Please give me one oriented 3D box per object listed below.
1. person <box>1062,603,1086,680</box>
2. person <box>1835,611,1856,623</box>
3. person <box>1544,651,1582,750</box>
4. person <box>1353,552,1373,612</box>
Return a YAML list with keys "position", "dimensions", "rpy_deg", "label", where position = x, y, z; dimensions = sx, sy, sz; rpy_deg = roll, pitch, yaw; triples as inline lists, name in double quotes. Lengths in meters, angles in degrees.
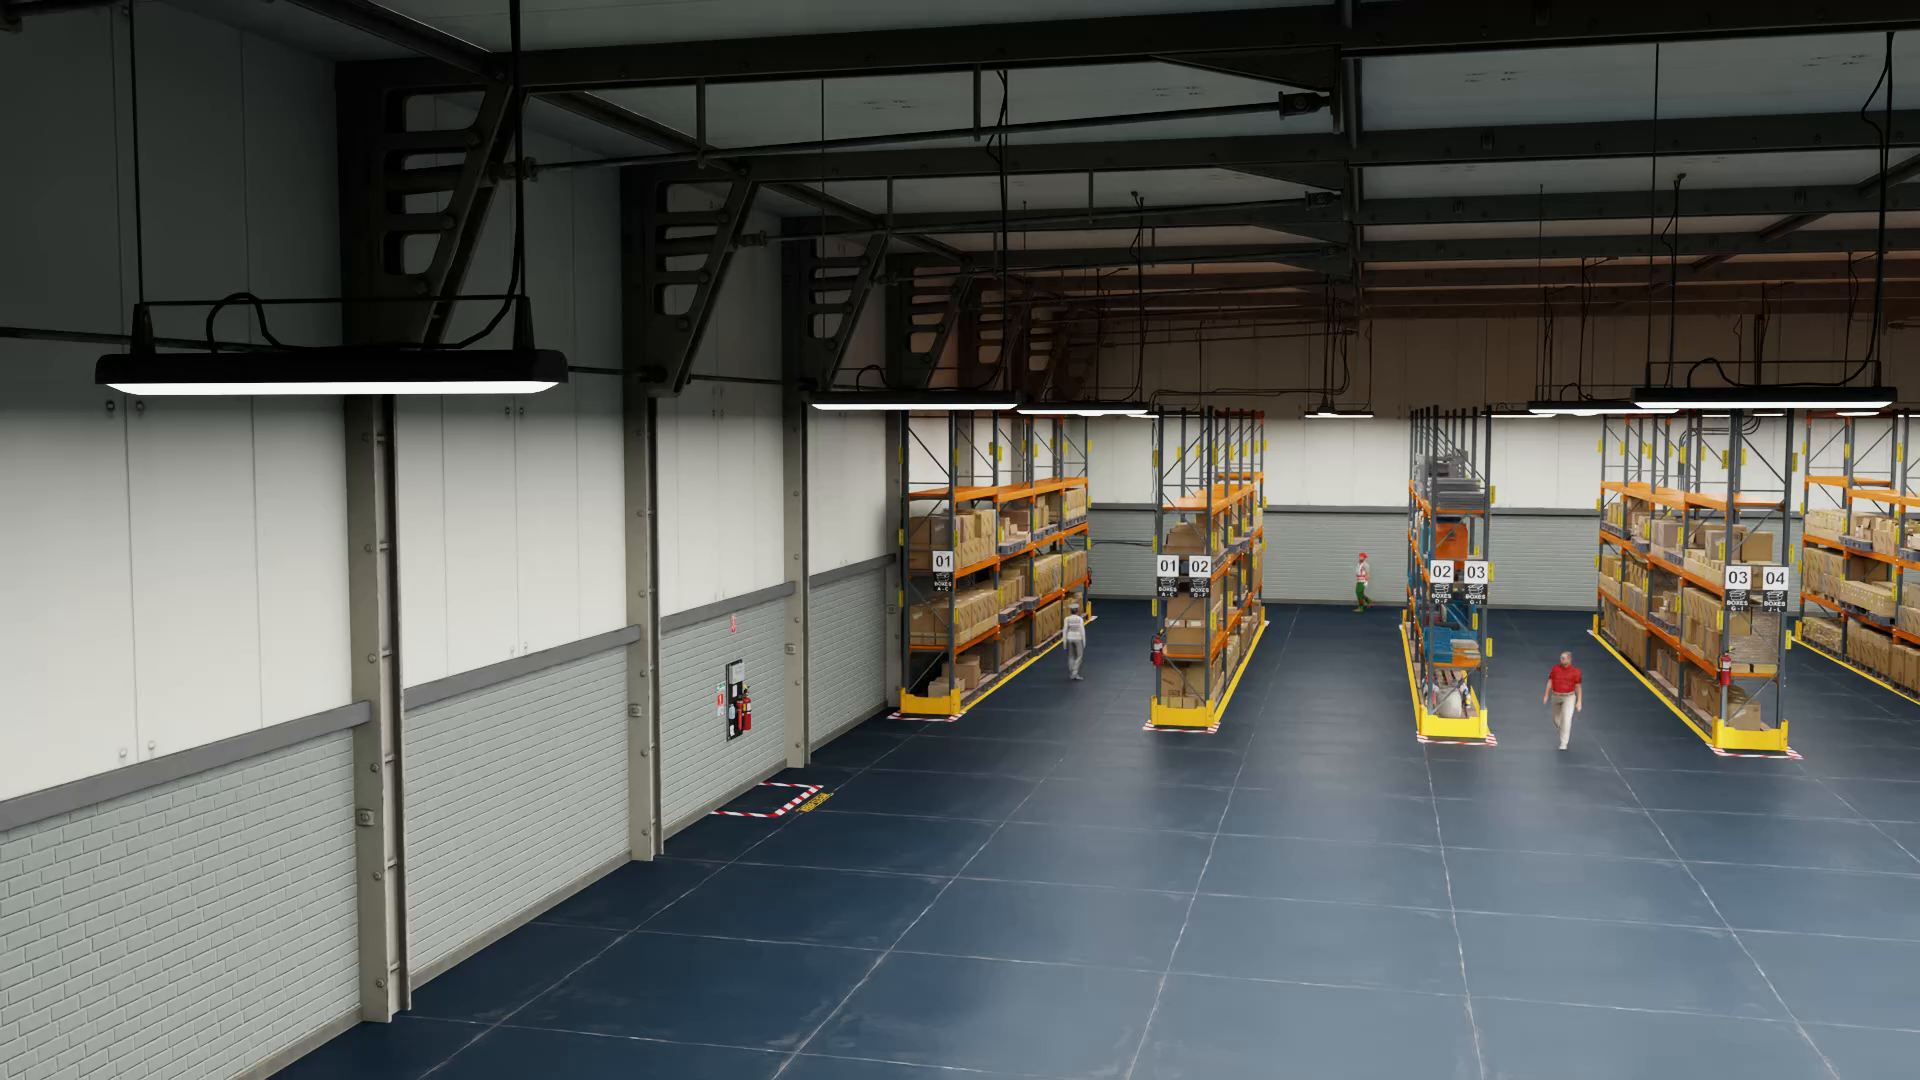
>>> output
- position: [2.510, 2.253, 36.762]
  dimensions: [0.513, 1.682, 0.487]
  rpy_deg: [2, 4, 24]
  label: "person"
- position: [23.508, 1.666, 44.113]
  dimensions: [0.664, 1.762, 0.543]
  rpy_deg: [1, 4, 13]
  label: "person"
- position: [10.563, 2.780, 29.145]
  dimensions: [0.628, 1.676, 1.012]
  rpy_deg: [3, 5, 35]
  label: "person"
- position: [12.073, 1.257, 49.710]
  dimensions: [0.652, 1.778, 0.519]
  rpy_deg: [0, 4, -5]
  label: "person"
